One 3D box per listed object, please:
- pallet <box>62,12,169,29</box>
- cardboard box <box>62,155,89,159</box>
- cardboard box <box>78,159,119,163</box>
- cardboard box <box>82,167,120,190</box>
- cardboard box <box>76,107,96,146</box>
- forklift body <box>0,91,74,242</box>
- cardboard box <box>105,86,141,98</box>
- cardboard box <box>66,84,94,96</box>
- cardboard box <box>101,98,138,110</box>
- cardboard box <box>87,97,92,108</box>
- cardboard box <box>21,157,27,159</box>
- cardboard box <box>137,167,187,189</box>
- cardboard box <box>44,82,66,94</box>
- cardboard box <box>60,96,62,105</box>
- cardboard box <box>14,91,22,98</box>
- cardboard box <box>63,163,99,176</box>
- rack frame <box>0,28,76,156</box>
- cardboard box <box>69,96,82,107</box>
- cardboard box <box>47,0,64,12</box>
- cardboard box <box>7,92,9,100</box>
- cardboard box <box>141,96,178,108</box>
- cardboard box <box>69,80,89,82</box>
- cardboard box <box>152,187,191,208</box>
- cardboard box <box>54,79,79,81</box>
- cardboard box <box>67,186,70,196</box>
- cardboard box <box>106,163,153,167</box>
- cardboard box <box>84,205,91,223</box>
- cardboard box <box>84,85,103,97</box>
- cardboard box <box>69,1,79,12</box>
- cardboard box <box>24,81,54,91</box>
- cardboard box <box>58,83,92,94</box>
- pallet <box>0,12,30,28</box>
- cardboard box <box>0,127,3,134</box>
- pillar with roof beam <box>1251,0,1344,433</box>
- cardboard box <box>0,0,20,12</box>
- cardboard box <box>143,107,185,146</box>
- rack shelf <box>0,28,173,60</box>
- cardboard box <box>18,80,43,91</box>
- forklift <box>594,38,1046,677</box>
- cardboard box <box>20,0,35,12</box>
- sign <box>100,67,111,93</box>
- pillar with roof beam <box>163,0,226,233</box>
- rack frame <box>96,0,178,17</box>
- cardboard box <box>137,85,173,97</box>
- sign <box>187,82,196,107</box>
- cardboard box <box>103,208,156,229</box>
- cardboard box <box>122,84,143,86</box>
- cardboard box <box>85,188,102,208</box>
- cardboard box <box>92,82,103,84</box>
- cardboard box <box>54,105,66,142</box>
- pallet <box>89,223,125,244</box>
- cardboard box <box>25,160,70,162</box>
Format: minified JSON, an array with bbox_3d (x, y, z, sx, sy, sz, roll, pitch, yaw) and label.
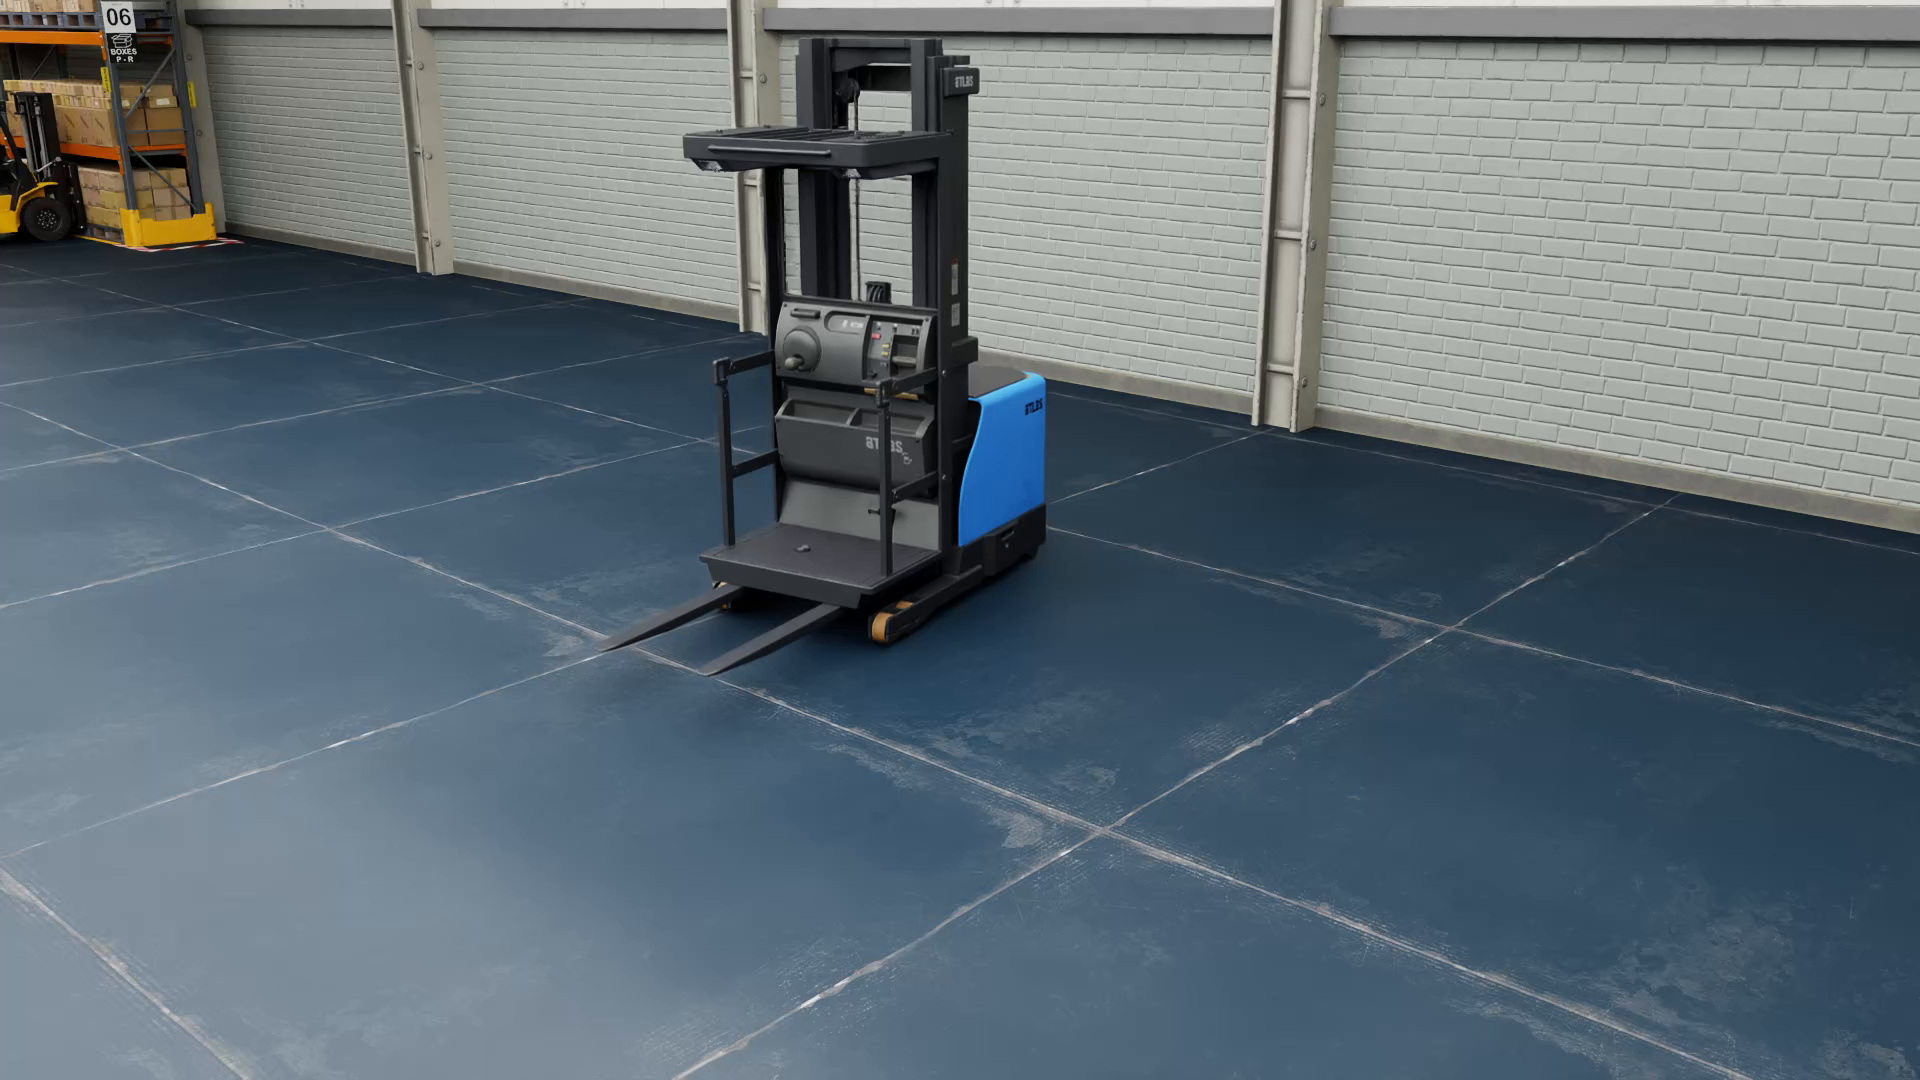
[{"bbox_3d":[-11.536,-7.130,22.805,1.213,0.211,1.003,15,23,39],"label":"pallet"},{"bbox_3d":[-13.520,-5.708,25.338,0.500,0.250,0.500,16,23,40],"label":"cardboard box"},{"bbox_3d":[-12.761,-5.505,24.699,0.500,0.250,0.500,15,23,40],"label":"cardboard box"},{"bbox_3d":[-11.962,-5.083,23.369,0.500,0.250,0.500,16,23,40],"label":"cardboard box"},{"bbox_3d":[-11.949,-5.787,23.224,0.500,0.500,0.500,16,24,41],"label":"cardboard box"},{"bbox_3d":[-13.654,-5.158,22.807,1.214,2.155,2.313,15,23,39],"label":"forklift body"},{"bbox_3d":[-11.432,-6.117,22.698,0.250,0.149,0.380,15,23,39],"label":"cardboard box"},{"bbox_3d":[-12.256,-6.300,23.274,0.250,0.149,0.380,16,23,41],"label":"cardboard box"},{"bbox_3d":[-11.470,-5.957,22.686,0.250,0.149,0.380,15,23,40],"label":"cardboard box"},{"bbox_3d":[-11.834,-6.068,23.035,0.250,0.149,0.380,16,23,40],"label":"cardboard box"},{"bbox_3d":[-14.989,-5.725,26.425,0.625,0.625,0.875,15,23,39],"label":"cardboard box"},{"bbox_3d":[-11.258,-5.100,23.420,0.500,0.250,0.500,15,23,38],"label":"cardboard box"},{"bbox_3d":[-12.959,-6.524,23.981,0.250,0.149,0.380,15,23,39],"label":"cardboard box"},{"bbox_3d":[-12.572,-6.280,23.703,0.250,0.149,0.380,15,23,39],"label":"cardboard box"},{"bbox_3d":[-13.758,-6.579,24.645,0.250,0.149,0.380,16,23,41],"label":"cardboard box"},{"bbox_3d":[-12.720,-5.286,24.007,0.500,0.250,0.500,14,23,38],"label":"cardboard box"},{"bbox_3d":[-14.016,-6.397,25.311,0.127,3.000,1.000,15,23,39],"label":"rack frame"},{"bbox_3d":[-12.243,-6.163,23.335,0.250,0.149,0.380,14,22,38],"label":"cardboard box"},{"bbox_3d":[-12.217,-7.581,23.058,0.500,0.500,0.700,15,23,40],"label":"cardboard box"},{"bbox_3d":[-14.419,-6.772,25.255,0.250,0.149,0.380,16,24,41],"label":"cardboard box"},{"bbox_3d":[-11.106,-6.078,23.066,0.250,0.149,0.380,14,23,38],"label":"cardboard box"},{"bbox_3d":[-12.981,-6.754,24.706,0.250,0.149,0.380,14,23,38],"label":"cardboard box"},{"bbox_3d":[-11.238,-4.863,23.502,0.500,0.250,0.500,16,23,40],"label":"cardboard box"},{"bbox_3d":[-13.417,-6.840,24.977,0.250,0.149,0.380,14,23,38],"label":"cardboard box"},{"bbox_3d":[-12.736,-5.052,24.097,0.500,0.250,0.500,15,23,39],"label":"cardboard box"},{"bbox_3d":[-12.001,-5.302,24.058,0.500,0.250,0.500,15,23,39],"label":"cardboard box"},{"bbox_3d":[-12.319,-4.711,23.849,0.500,0.250,0.500,15,23,40],"label":"cardboard box"},{"bbox_3d":[-11.851,-6.206,22.978,0.250,0.149,0.380,16,23,40],"label":"cardboard box"},{"bbox_3d":[-11.846,-7.250,22.593,0.250,0.149,0.380,14,22,38],"label":"cardboard box"},{"bbox_3d":[-13.398,-6.609,24.247,0.250,0.149,0.380,16,23,40],"label":"cardboard box"},{"bbox_3d":[-12.583,-6.424,23.664,0.250,0.149,0.380,15,23,40],"label":"cardboard box"},{"bbox_3d":[-13.361,-7.619,24.349,1.213,0.211,1.003,15,23,39],"label":"pallet"},{"bbox_3d":[-14.567,-6.368,25.466,0.500,0.250,0.500,16,23,40],"label":"cardboard box"},{"bbox_3d":[-0.342,-4.209,8.498,0.400,9.000,9.100,15,23,39],"label":"pillar with roof beam"},{"bbox_3d":[-13.556,-7.810,24.092,0.500,0.311,0.500,16,23,40],"label":"cardboard box"},{"bbox_3d":[-11.211,-5.804,23.276,0.500,0.500,0.500,16,24,41],"label":"cardboard box"},{"bbox_3d":[-12.520,-7.083,23.700,4.000,0.370,1.077,15,23,39],"label":"rack shelf"},{"bbox_3d":[-13.707,-6.737,24.651,0.250,0.149,0.380,15,23,40],"label":"cardboard box"},{"bbox_3d":[-0.665,-1.022,8.488,1.130,2.935,3.031,10,20,28],"label":"forklift"},{"bbox_3d":[-13.108,-7.644,23.643,0.258,0.266,0.396,14,23,38],"label":"cardboard box"},{"bbox_3d":[-11.395,-6.139,22.191,0.005,0.325,0.100,15,23,39],"label":"sign"},{"bbox_3d":[-13.804,-7.823,19.886,0.400,9.000,9.100,15,23,39],"label":"pillar with roof beam"},{"bbox_3d":[-11.024,-8.454,21.872,0.127,3.000,1.000,15,23,39],"label":"rack frame"},{"bbox_3d":[-11.134,-6.209,22.986,0.250,0.149,0.380,14,23,38],"label":"cardboard box"},{"bbox_3d":[-10.652,-6.169,23.029,0.005,0.325,0.100,15,23,39],"label":"sign"},{"bbox_3d":[-11.586,-4.507,23.204,0.500,0.250,0.500,15,23,40],"label":"cardboard box"},{"bbox_3d":[-11.514,-6.318,23.333,0.250,0.149,0.380,16,23,40],"label":"cardboard box"},{"bbox_3d":[-11.964,-4.852,23.467,0.500,0.250,0.500,15,23,39],"label":"cardboard box"},{"bbox_3d":[-12.272,-6.526,23.985,0.250,0.149,0.380,15,23,40],"label":"cardboard box"},{"bbox_3d":[-12.716,-5.989,23.858,0.500,0.500,0.500,15,23,40],"label":"cardboard box"},{"bbox_3d":[-11.624,-4.409,23.656,1.213,0.211,1.003,15,23,39],"label":"pallet"},{"bbox_3d":[-13.487,-5.490,24.651,0.500,0.250,0.500,15,23,39],"label":"cardboard box"}]
